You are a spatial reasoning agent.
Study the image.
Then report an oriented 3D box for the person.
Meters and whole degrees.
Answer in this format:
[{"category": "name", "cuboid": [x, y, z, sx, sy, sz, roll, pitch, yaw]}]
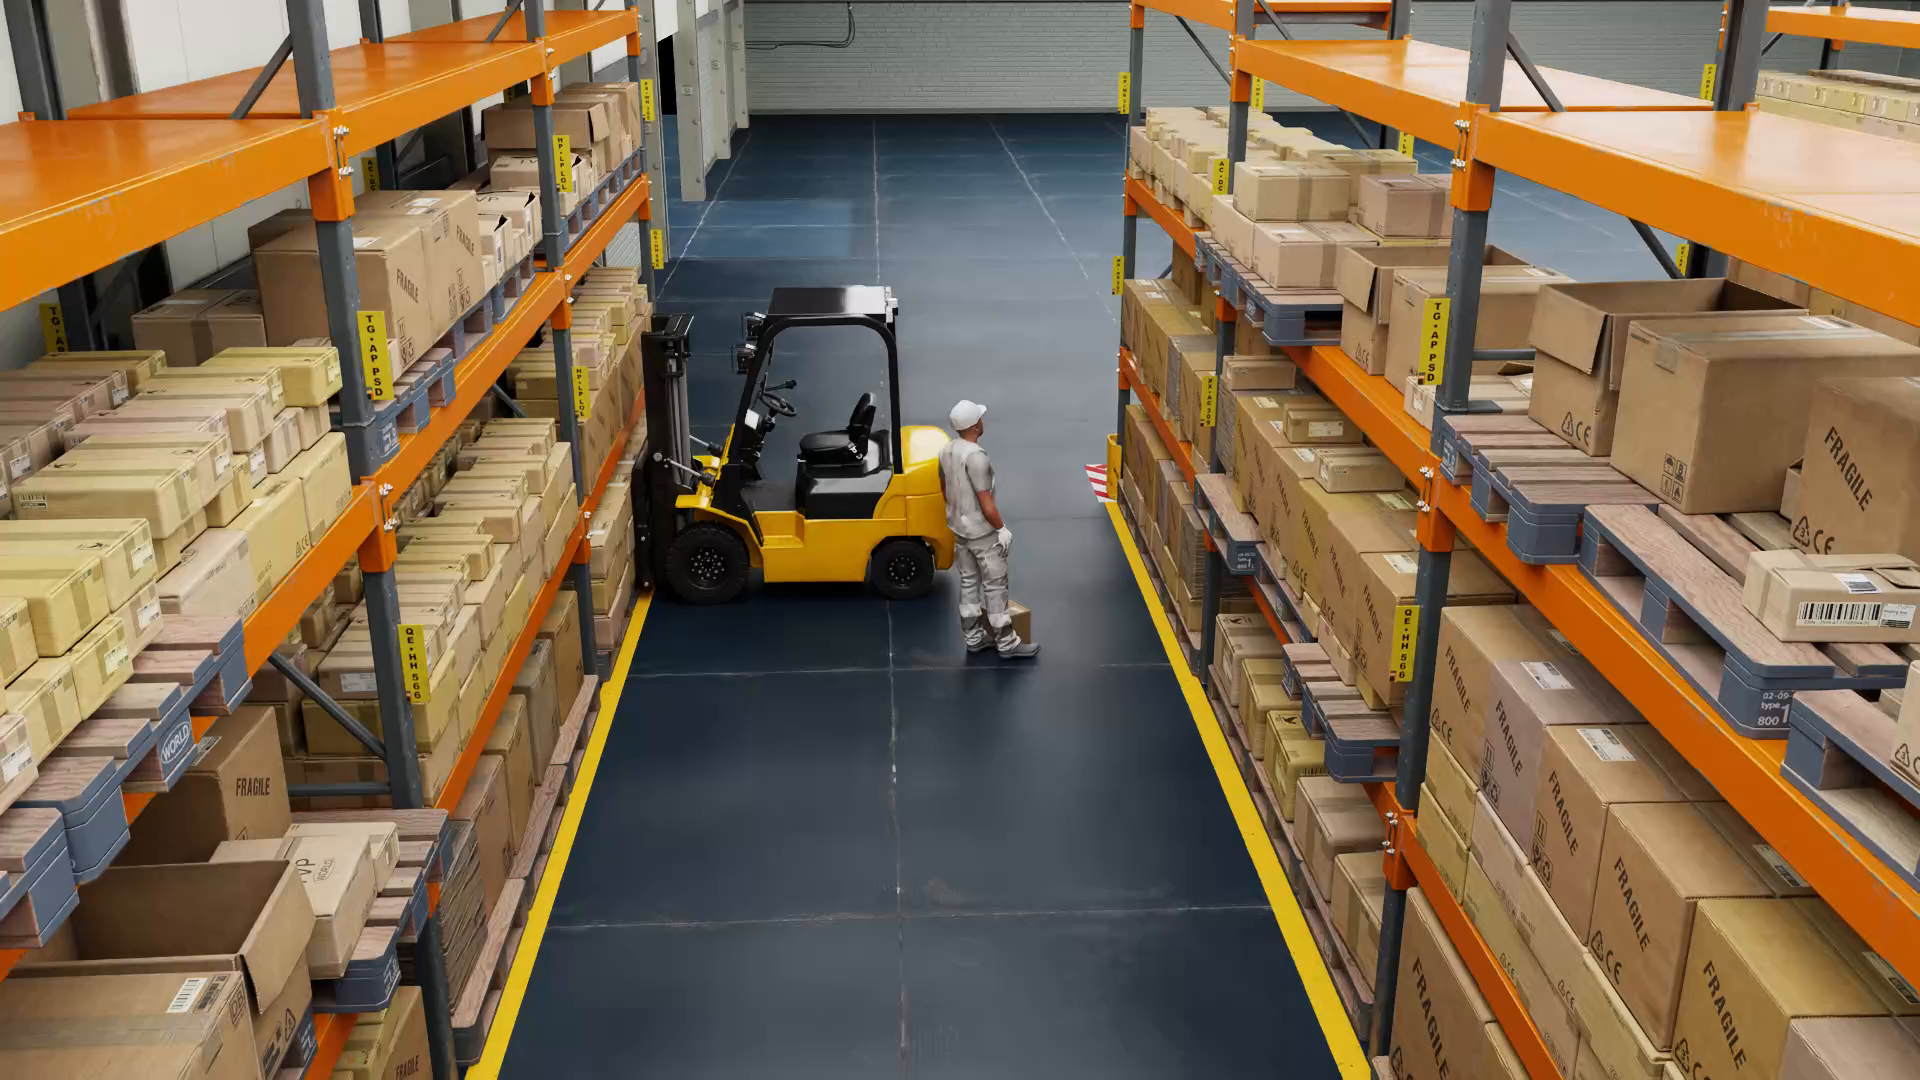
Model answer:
[{"category": "person", "cuboid": [0.176, -0.087, 11.252, 0.563, 1.789, 0.638, -12, 24, -30]}]
